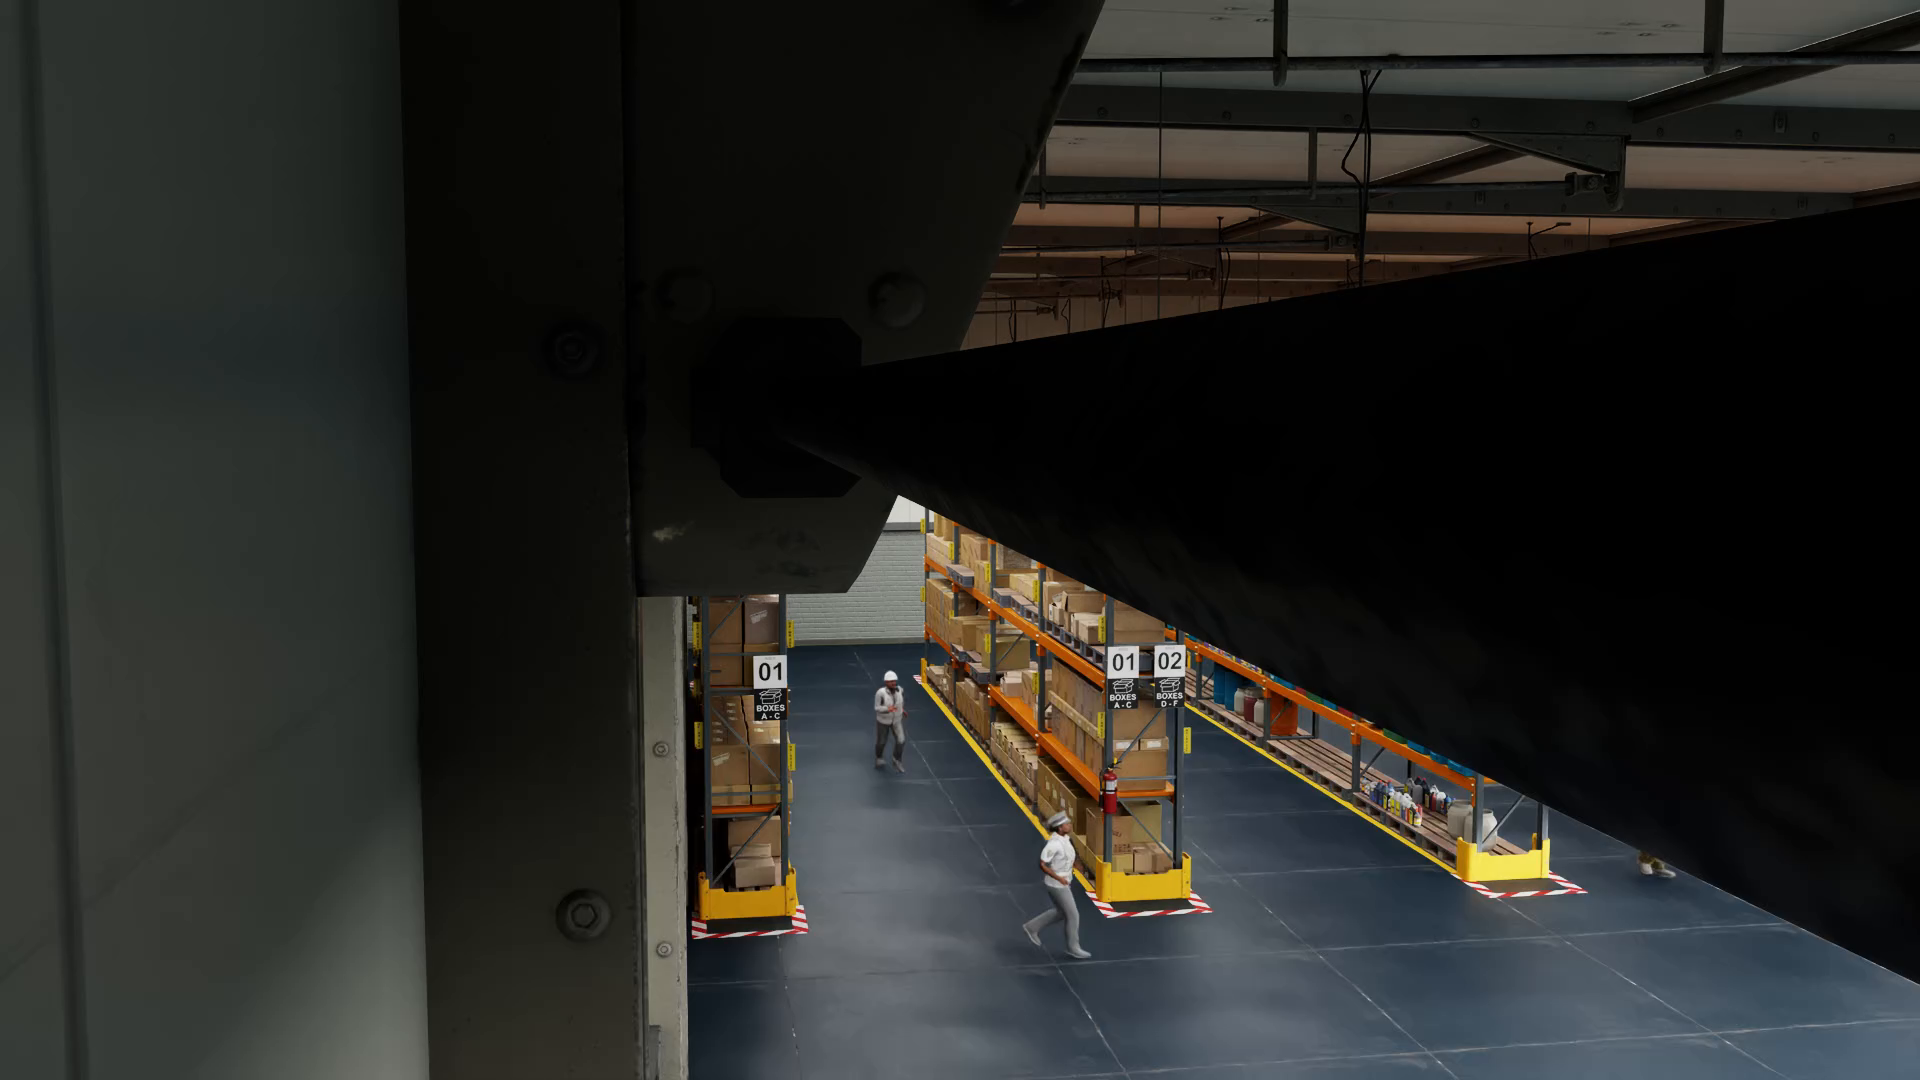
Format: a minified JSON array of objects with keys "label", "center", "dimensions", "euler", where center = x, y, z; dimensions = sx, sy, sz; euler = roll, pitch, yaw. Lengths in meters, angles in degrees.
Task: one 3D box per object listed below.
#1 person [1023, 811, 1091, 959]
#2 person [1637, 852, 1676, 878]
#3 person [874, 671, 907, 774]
[{"label":"person","center":[1.069,3.862,18.655],"dimensions":[0.807,1.692,0.587],"euler":[1,5,14]},{"label":"person","center":[9.170,3.523,21.741],"dimensions":[0.525,1.771,0.661],"euler":[4,7,40]},{"label":"person","center":[-1.177,2.964,27.825],"dimensions":[0.657,1.604,0.972],"euler":[-2,5,-22]}]
